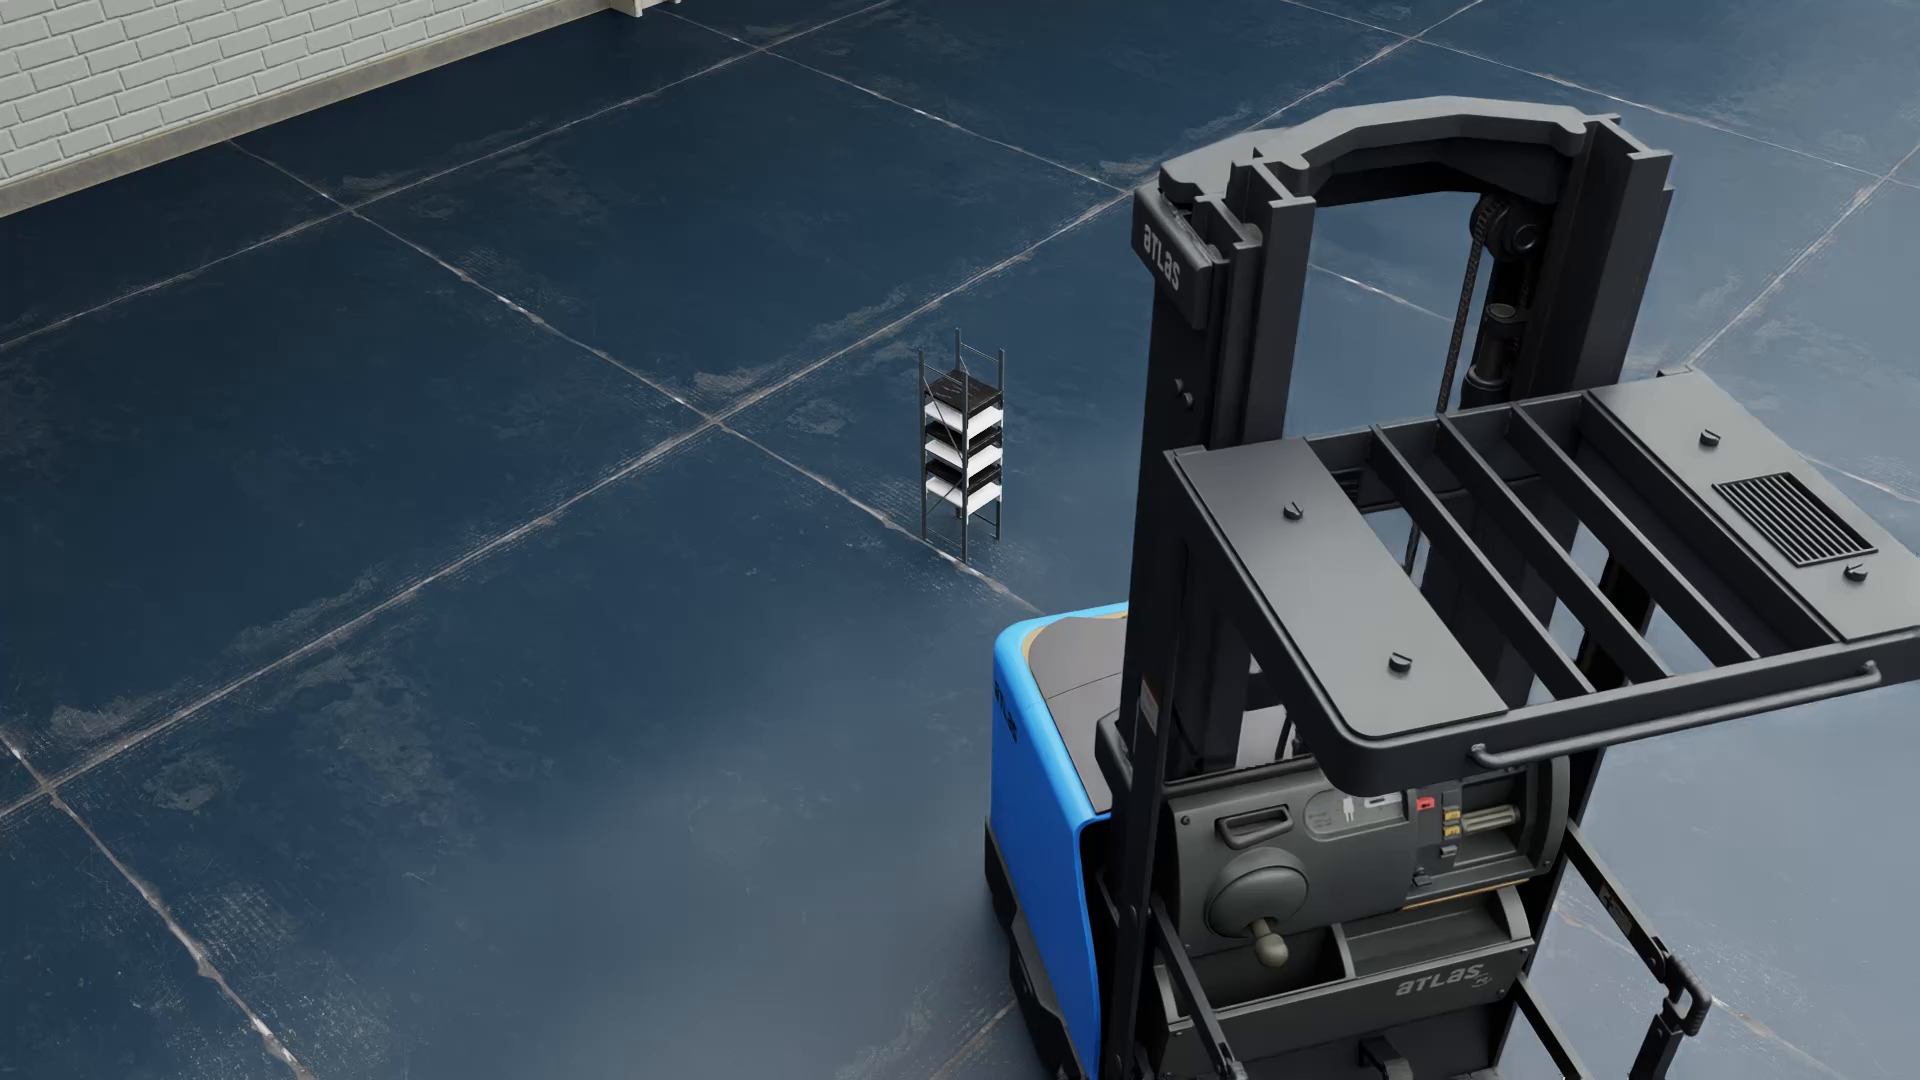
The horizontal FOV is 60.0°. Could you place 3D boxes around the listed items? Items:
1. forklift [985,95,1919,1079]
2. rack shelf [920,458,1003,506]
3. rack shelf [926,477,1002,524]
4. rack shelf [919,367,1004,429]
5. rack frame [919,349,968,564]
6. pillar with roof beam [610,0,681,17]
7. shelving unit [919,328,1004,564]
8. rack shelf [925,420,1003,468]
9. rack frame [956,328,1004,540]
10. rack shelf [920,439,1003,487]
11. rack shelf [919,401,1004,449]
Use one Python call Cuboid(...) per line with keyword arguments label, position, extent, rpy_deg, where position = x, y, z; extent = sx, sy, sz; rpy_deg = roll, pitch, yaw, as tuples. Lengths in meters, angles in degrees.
Cuboid(label="forklift", position=(0.962, 0.739, 3.465), extent=(1.130, 2.935, 3.031), rpy_deg=(-10, 40, -12))
Cuboid(label="rack shelf", position=(0.005, -0.259, 6.551), extent=(0.258, 0.077, 0.200), rpy_deg=(30, 47, 32))
Cuboid(label="rack shelf", position=(0.005, -0.189, 6.607), extent=(0.258, 0.077, 0.200), rpy_deg=(30, 47, 32))
Cuboid(label="rack shelf", position=(0.006, -0.541, 6.327), extent=(0.258, 0.077, 0.200), rpy_deg=(30, 47, 32))
Cuboid(label="rack frame", position=(-0.063, -0.309, 6.416), extent=(0.240, 0.900, 0.006), rpy_deg=(30, 47, 32))
Cuboid(label="pillar with roof beam", position=(1.025, -5.377, 6.282), extent=(9.100, 9.000, 0.400), rpy_deg=(30, 47, 32))
Cuboid(label="shelving unit", position=(0.005, -0.356, 6.475), extent=(0.258, 0.900, 0.210), rpy_deg=(30, 47, 32))
Cuboid(label="rack shelf", position=(0.005, -0.400, 6.439), extent=(0.258, 0.077, 0.200), rpy_deg=(30, 47, 32))
Cuboid(label="rack frame", position=(0.074, -0.403, 6.533), extent=(0.240, 0.900, 0.006), rpy_deg=(30, 47, 32))
Cuboid(label="rack shelf", position=(0.005, -0.330, 6.495), extent=(0.258, 0.077, 0.200), rpy_deg=(30, 47, 32))
Cuboid(label="rack shelf", position=(0.005, -0.471, 6.383), extent=(0.258, 0.077, 0.200), rpy_deg=(30, 47, 32))
